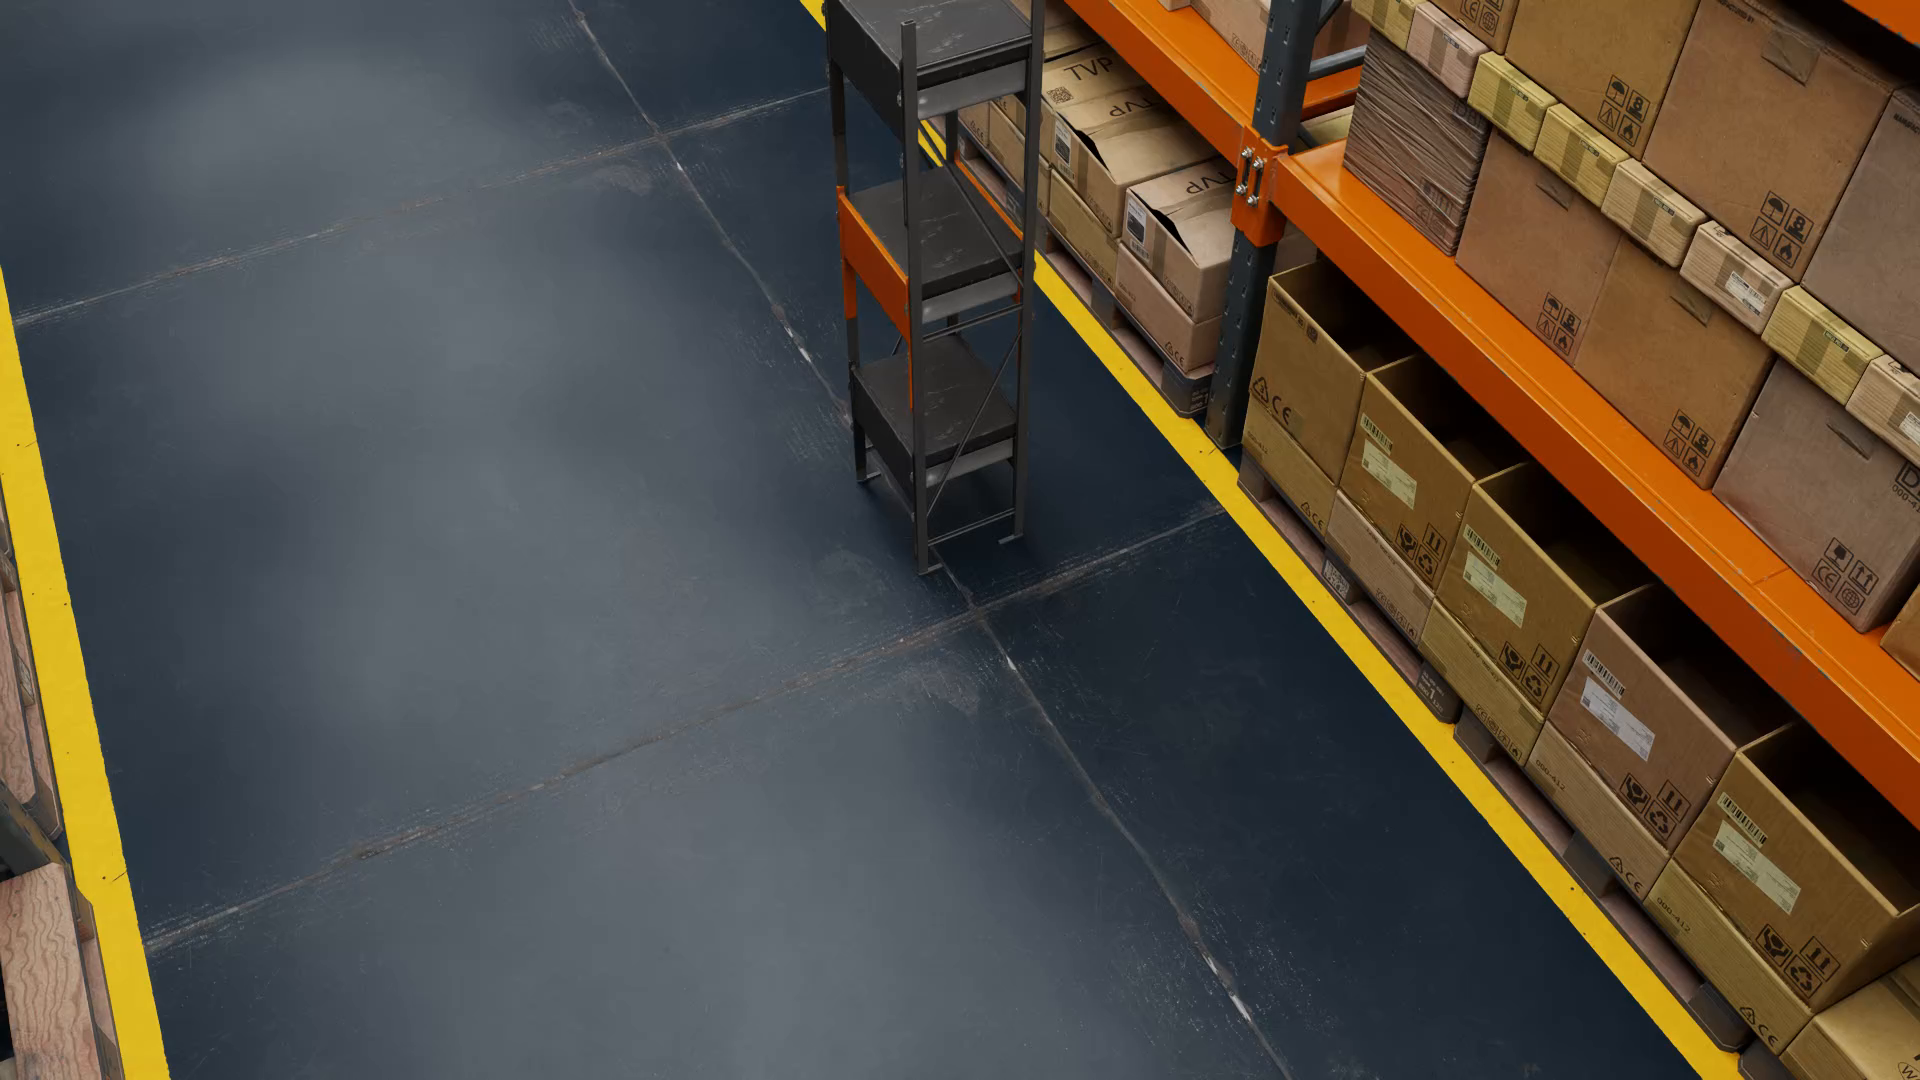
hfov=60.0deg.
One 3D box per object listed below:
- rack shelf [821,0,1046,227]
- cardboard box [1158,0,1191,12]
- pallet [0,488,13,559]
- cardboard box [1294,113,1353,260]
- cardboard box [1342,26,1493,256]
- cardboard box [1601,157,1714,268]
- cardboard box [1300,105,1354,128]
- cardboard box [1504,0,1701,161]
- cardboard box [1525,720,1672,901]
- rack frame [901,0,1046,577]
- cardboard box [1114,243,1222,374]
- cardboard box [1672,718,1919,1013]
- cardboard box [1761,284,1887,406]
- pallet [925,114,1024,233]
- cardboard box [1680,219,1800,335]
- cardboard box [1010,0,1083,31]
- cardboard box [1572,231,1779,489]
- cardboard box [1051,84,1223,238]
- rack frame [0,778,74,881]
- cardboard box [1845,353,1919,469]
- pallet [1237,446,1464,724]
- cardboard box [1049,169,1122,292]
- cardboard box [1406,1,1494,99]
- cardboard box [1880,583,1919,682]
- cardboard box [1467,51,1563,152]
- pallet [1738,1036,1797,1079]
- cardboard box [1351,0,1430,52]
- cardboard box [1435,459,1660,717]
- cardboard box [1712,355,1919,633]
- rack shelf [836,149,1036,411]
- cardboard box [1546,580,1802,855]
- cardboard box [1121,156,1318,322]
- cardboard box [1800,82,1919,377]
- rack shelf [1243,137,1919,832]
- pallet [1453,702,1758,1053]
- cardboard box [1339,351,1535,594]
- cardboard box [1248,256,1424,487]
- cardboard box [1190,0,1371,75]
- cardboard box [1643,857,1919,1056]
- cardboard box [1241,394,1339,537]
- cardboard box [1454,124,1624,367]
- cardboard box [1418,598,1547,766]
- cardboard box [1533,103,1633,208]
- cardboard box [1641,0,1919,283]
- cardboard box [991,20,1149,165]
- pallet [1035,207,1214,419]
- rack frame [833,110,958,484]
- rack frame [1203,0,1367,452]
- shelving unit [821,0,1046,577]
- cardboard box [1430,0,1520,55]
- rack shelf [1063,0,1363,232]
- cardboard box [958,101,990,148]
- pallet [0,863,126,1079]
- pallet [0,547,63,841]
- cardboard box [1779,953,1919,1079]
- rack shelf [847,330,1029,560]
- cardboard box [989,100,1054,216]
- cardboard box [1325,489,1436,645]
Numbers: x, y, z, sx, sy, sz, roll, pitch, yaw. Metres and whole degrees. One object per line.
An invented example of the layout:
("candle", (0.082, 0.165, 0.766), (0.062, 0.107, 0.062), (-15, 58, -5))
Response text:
("rack shelf", (-0.076, -1.254, 4.540), (0.431, 0.518, 0.480), (-21, 52, -18))
("cardboard box", (0.798, -1.999, 5.595), (0.396, 0.266, 0.258), (-22, 52, -18))
("pallet", (-3.959, -0.230, 5.811), (1.003, 0.211, 1.213), (-21, 52, -18))
("cardboard box", (1.396, -1.298, 6.068), (0.500, 0.311, 0.500), (-21, 52, -17))
("cardboard box", (1.573, -1.257, 4.790), (0.700, 0.500, 0.500), (-22, 53, -18))
("cardboard box", (1.783, -0.835, 3.990), (0.380, 0.149, 0.250), (-23, 53, -19))
("cardboard box", (1.172, -1.635, 6.363), (0.500, 0.311, 0.500), (-22, 52, -18))
("cardboard box", (1.805, -1.346, 4.006), (0.700, 0.500, 0.500), (-21, 52, -18))
("cardboard box", (1.989, 0.669, 4.720), (0.500, 0.250, 0.500), (-21, 52, -18))
("rack frame", (0.036, -0.639, 4.914), (0.400, 2.100, 0.015), (-21, 52, -18))
("cardboard box", (0.917, -0.929, 6.118), (0.500, 0.250, 0.500), (-22, 52, -18))
("cardboard box", (2.214, 0.758, 4.144), (0.500, 0.500, 0.500), (-21, 52, -18))
("cardboard box", (2.027, -0.483, 3.682), (0.380, 0.149, 0.250), (-22, 52, -18))
("pallet", (0.430, -1.898, 7.269), (1.003, 0.211, 1.213), (-21, 52, -18))
("cardboard box", (1.908, -0.657, 3.835), (0.380, 0.149, 0.250), (-23, 53, -19))
("cardboard box", (0.227, -2.127, 6.793), (0.500, 0.311, 0.500), (-22, 52, -18))
("cardboard box", (2.046, -0.569, 4.188), (0.700, 0.500, 0.500), (-20, 52, -17))
("cardboard box", (0.680, -1.454, 6.204), (0.500, 0.311, 0.500), (-20, 52, -17))
("rack frame", (-3.039, 0.190, 3.591), (1.000, 3.000, 0.127), (-21, 52, -18))
("cardboard box", (2.139, -0.315, 3.536), (0.380, 0.149, 0.250), (-22, 52, -18))
("pallet", (1.691, -0.054, 5.657), (1.003, 0.211, 1.213), (-21, 52, -18))
("cardboard box", (0.687, -1.268, 6.414), (0.500, 0.250, 0.500), (-22, 52, -18))
("cardboard box", (1.430, -1.350, 4.441), (0.380, 0.149, 0.250), (-20, 52, -17))
("cardboard box", (2.526, 0.125, 3.582), (0.700, 0.500, 0.500), (-21, 52, -17))
("cardboard box", (1.550, -1.178, 4.290), (0.380, 0.149, 0.250), (-22, 53, -18))
("pallet", (2.807, 1.579, 4.228), (1.003, 0.211, 1.213), (-21, 52, -18))
("cardboard box", (1.315, -1.518, 4.588), (0.380, 0.149, 0.250), (-21, 52, -18))
("cardboard box", (1.756, 0.089, 4.729), (0.500, 0.500, 0.500), (-21, 52, -18))
("cardboard box", (2.281, -0.226, 3.889), (0.700, 0.500, 0.500), (-20, 52, -16))
("rack shelf", (-0.076, -0.793, 5.067), (0.431, 0.518, 0.480), (-21, 52, -18))
("cardboard box", (1.986, 0.423, 4.437), (0.500, 0.500, 0.500), (-21, 52, -18))
("cardboard box", (0.924, -1.108, 5.902), (0.500, 0.311, 0.500), (-21, 52, -18))
("cardboard box", (2.262, -0.676, 3.420), (0.700, 0.500, 0.500), (-21, 52, -17))
("rack shelf", (2.279, 0.057, 4.185), (1.077, 0.370, 4.000), (-21, 52, -18))
("pallet", (2.253, 0.764, 4.942), (1.003, 0.211, 1.213), (-21, 52, -18))
("cardboard box", (1.534, -0.248, 5.024), (0.500, 0.500, 0.500), (-21, 52, -18))
("cardboard box", (1.298, -0.580, 5.314), (0.500, 0.500, 0.500), (-21, 52, -18))
("cardboard box", (1.100, -1.784, 5.417), (0.500, 0.250, 0.500), (-18, 51, -15))
("cardboard box", (2.217, 1.004, 4.427), (0.500, 0.250, 0.500), (-21, 52, -18))
("cardboard box", (1.307, -0.337, 5.599), (0.500, 0.250, 0.500), (-21, 52, -18))
("cardboard box", (1.820, -0.906, 4.483), (0.700, 0.500, 0.500), (-22, 52, -18))
("cardboard box", (1.755, 0.336, 5.011), (0.500, 0.250, 0.500), (-21, 52, -18))
("cardboard box", (1.671, -1.003, 4.137), (0.380, 0.149, 0.250), (-22, 52, -18))
("cardboard box", (2.034, -1.010, 3.713), (0.700, 0.500, 0.500), (-21, 52, -18))
("cardboard box", (0.454, -1.789, 6.497), (0.500, 0.311, 0.500), (-21, 52, -18))
("pallet", (0.992, -1.080, 6.554), (1.003, 0.211, 1.213), (-21, 52, -18))
("rack frame", (-0.187, -0.965, 5.199), (0.400, 2.100, 0.015), (-21, 52, -18))
("rack frame", (1.364, -1.518, 5.085), (1.000, 3.000, 0.127), (-21, 52, -18))
("shelving unit", (-0.076, -0.802, 5.057), (0.431, 2.100, 0.503), (-21, 52, -18))
("cardboard box", (1.573, -1.684, 4.301), (0.700, 0.500, 0.500), (-21, 52, -17))
("rack shelf", (0.449, -2.620, 6.527), (1.077, 0.370, 4.000), (-21, 52, -18))
("cardboard box", (0.221, -1.952, 7.012), (0.500, 0.250, 0.500), (-20, 52, -17))
("pallet", (-2.700, 1.546, 4.258), (1.003, 0.211, 1.213), (-21, 52, -18))
("pallet", (-3.396, 0.588, 5.096), (1.003, 0.211, 1.213), (-21, 52, -18))
("cardboard box", (2.447, 1.338, 4.135), (0.500, 0.250, 0.500), (-21, 52, -18))
("rack shelf", (-0.076, -0.332, 5.594), (0.431, 0.518, 0.480), (-21, 52, -18))
("cardboard box", (0.452, -1.611, 6.714), (0.500, 0.250, 0.500), (-20, 52, -17))
("cardboard box", (1.531, 0.000, 5.305), (0.500, 0.250, 0.500), (-21, 52, -18))
